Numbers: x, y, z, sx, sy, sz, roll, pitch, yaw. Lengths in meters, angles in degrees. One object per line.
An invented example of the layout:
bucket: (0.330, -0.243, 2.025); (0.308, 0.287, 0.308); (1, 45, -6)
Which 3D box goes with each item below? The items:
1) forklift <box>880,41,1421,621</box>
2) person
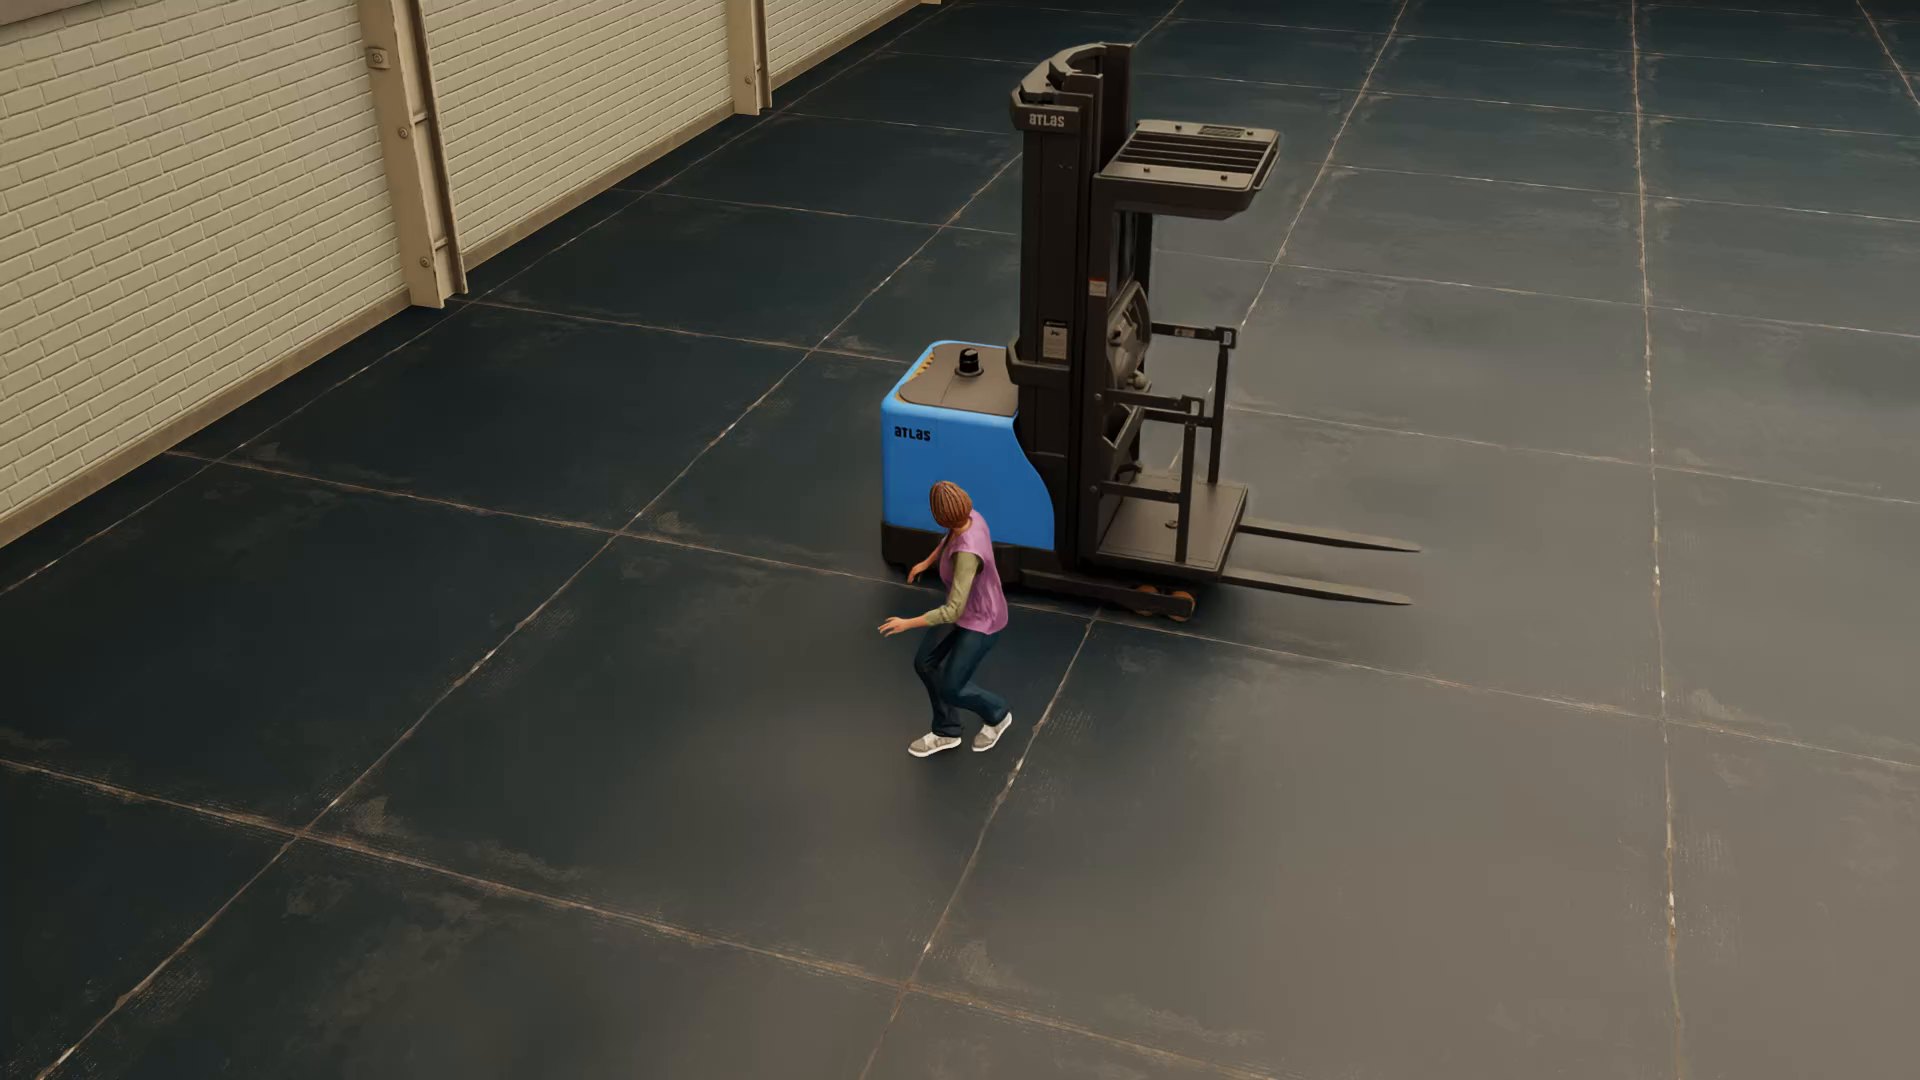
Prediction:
forklift: (1.114, -1.115, 9.093); (3.031, 2.935, 1.130); (9, 31, 15)
person: (-0.094, 0.377, 7.939); (0.706, 1.490, 0.711); (-9, 31, -15)
